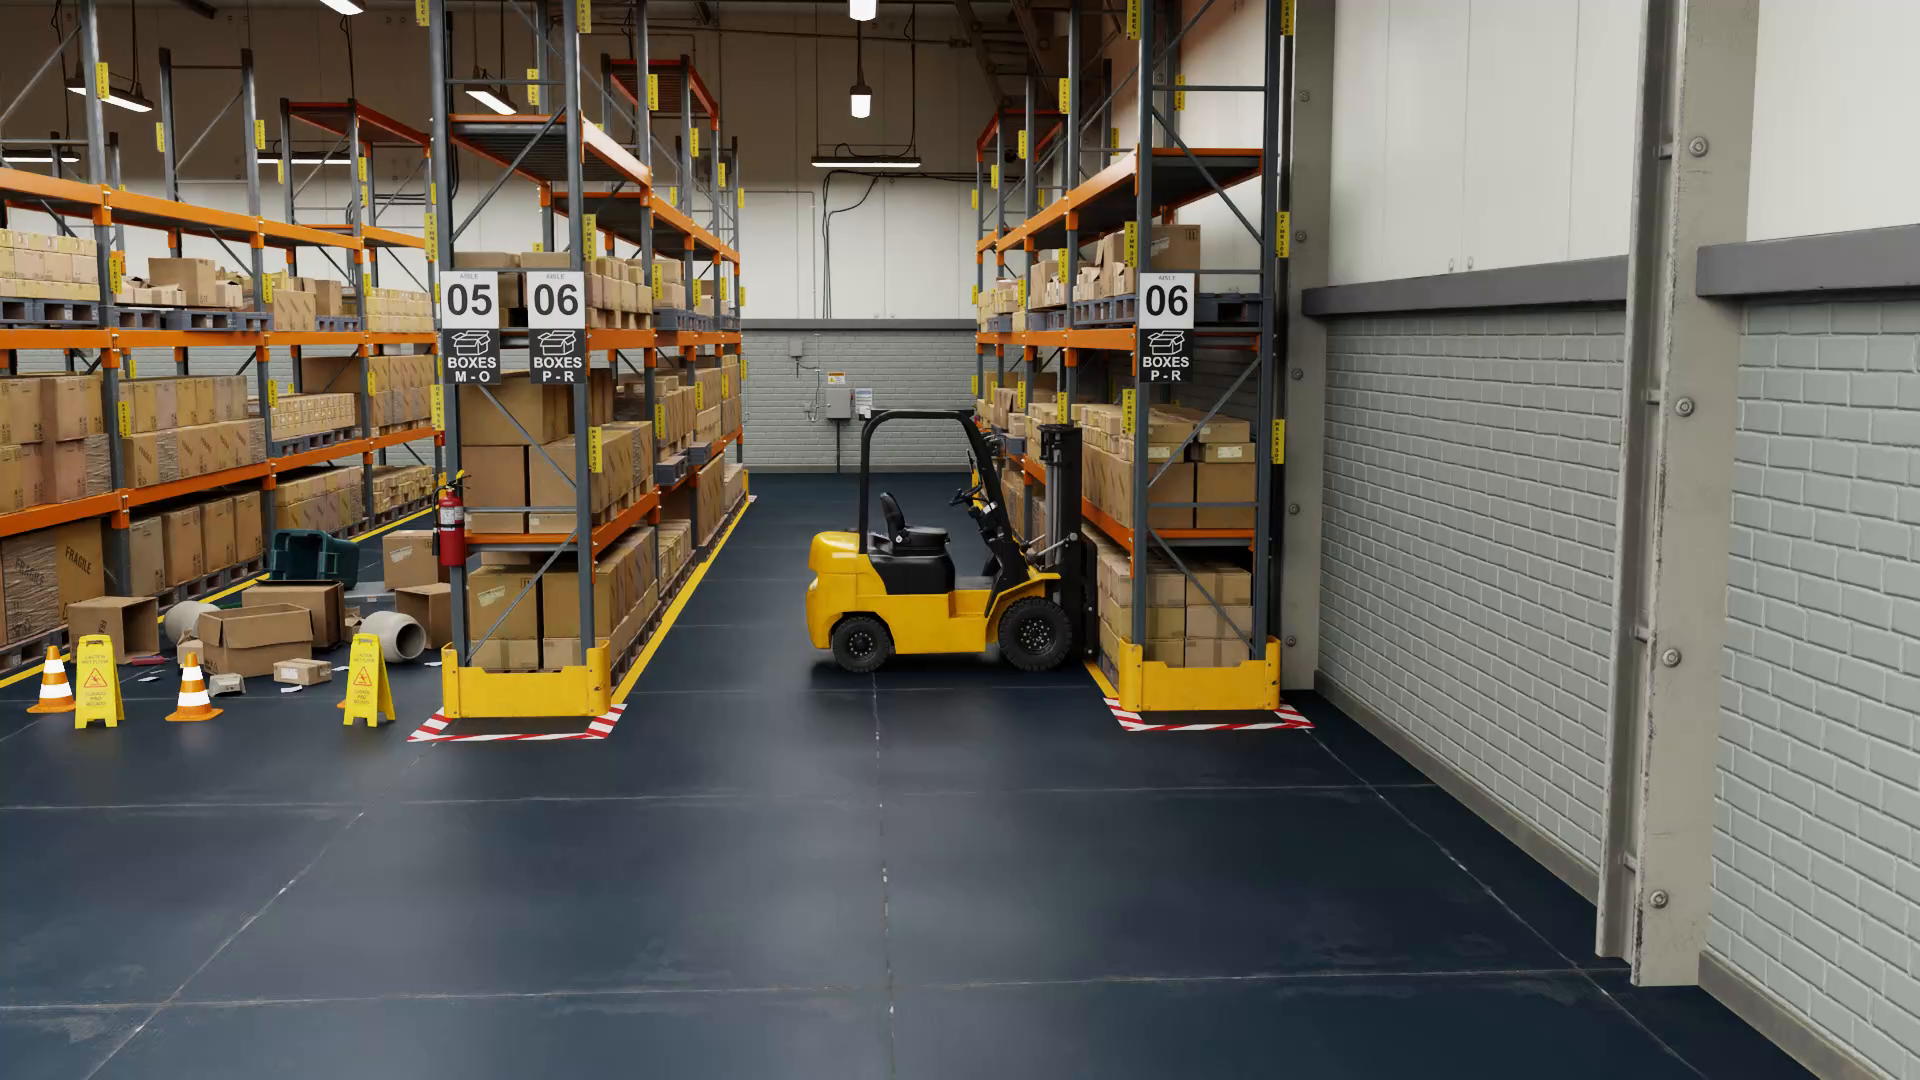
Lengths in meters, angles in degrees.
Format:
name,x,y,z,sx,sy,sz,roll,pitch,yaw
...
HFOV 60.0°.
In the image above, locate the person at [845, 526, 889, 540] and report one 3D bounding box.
name,x,y,z,sx,sy,sz,roll,pitch,yaw
person,-0.732,0.340,15.880,0.825,0.965,0.525,0,7,-4
